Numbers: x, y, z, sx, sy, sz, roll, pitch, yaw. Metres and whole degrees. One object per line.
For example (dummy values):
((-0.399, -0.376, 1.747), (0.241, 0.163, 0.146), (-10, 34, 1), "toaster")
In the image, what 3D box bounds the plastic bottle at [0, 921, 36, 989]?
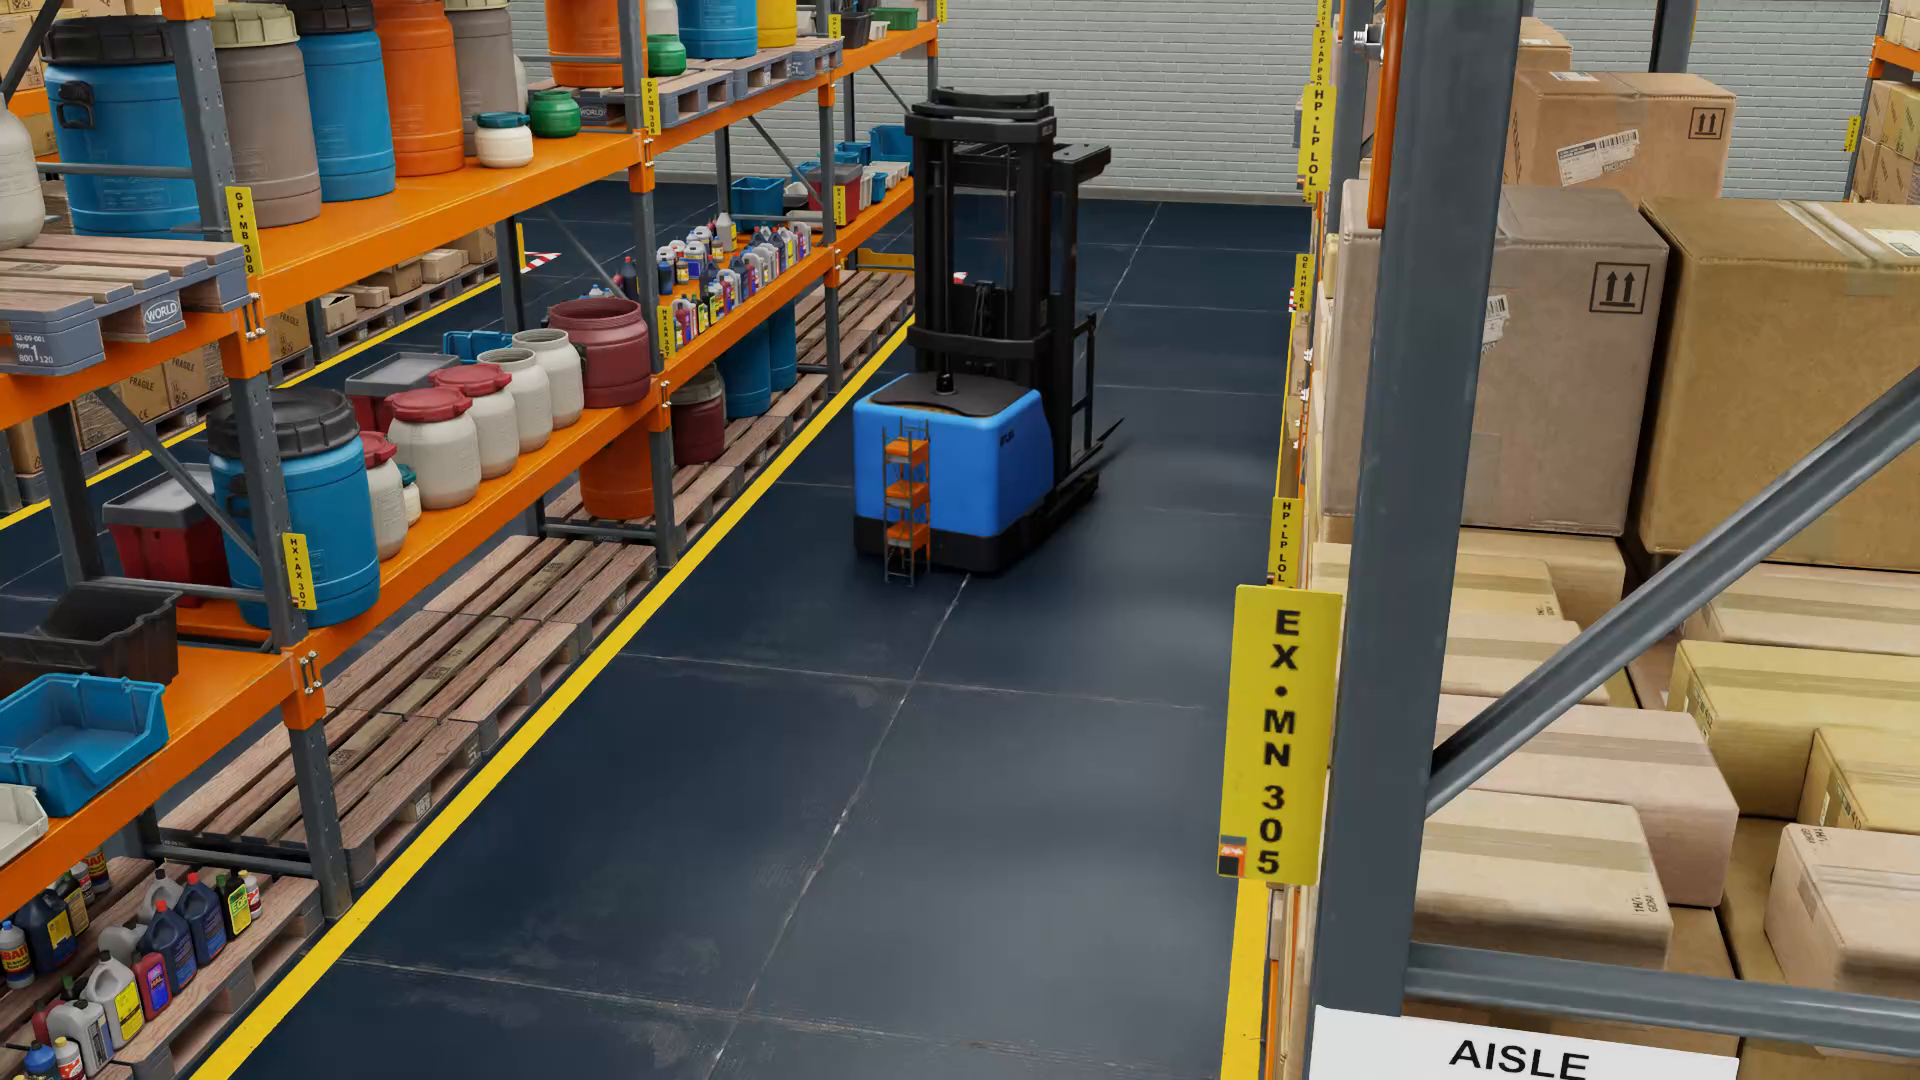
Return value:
((-3.661, 1.597, 6.437), (0.097, 0.271, 0.097), (0, 22, 0), "plastic bottle")

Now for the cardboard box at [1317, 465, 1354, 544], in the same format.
((0.877, -0.058, 3.133), (0.380, 0.149, 0.250), (3, 22, 8), "cardboard box")

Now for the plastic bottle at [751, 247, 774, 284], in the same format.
((-1.516, -2.123, 12.776), (0.152, 0.276, 0.135), (4, 22, 11), "plastic bottle")

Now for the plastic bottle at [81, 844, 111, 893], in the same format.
((-3.673, 1.354, 7.040), (0.097, 0.271, 0.097), (0, 22, 0), "plastic bottle")

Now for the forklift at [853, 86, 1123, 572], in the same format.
((0.364, -1.671, 11.578), (1.130, 2.935, 3.031), (10, 24, 23), "forklift")

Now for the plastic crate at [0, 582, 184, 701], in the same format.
((-3.410, 0.420, 6.379), (0.767, 0.338, 0.504), (4, 22, 11), "plastic crate")

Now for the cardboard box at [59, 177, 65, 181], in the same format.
((-6.695, -2.686, 13.311), (0.700, 0.500, 0.500), (-1, 22, -3), "cardboard box")

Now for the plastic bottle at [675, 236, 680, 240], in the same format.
((-2.220, -2.236, 13.046), (0.061, 0.283, 0.133), (4, 22, 11), "plastic bottle")

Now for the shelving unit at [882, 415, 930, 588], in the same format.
((-0.339, -0.241, 10.547), (0.215, 1.050, 0.252), (10, 24, 23), "shelving unit")

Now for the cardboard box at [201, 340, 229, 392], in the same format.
((-6.427, -1.574, 14.004), (0.500, 0.500, 0.500), (5, 22, 12), "cardboard box")

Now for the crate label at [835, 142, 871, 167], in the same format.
((-1.103, -4.064, 17.574), (0.416, 0.233, 0.303), (4, 22, 11), "crate label")

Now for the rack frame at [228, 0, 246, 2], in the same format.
((-6.395, -5.878, 13.904), (1.000, 3.000, 0.127), (4, 22, 11), "rack frame")

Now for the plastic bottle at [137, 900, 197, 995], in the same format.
((-3.068, 1.562, 6.418), (0.144, 0.351, 0.185), (3, 22, 8), "plastic bottle")

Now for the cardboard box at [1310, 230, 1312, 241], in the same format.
((3.148, -2.547, 13.999), (0.380, 0.149, 0.250), (4, 22, 10), "cardboard box")

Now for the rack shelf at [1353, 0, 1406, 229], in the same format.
((1.262, -1.129, 3.079), (1.077, 0.370, 4.000), (4, 22, 11), "rack shelf")

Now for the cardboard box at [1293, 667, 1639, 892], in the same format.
((0.802, 0.349, 2.656), (0.500, 0.250, 0.500), (5, 22, 11), "cardboard box")

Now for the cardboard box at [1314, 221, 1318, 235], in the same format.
((2.862, -2.052, 12.300), (0.500, 0.500, 0.500), (4, 22, 11), "cardboard box")

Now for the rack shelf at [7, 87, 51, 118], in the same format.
((-6.803, -3.422, 12.782), (1.077, 0.370, 4.000), (4, 22, 11), "rack shelf")

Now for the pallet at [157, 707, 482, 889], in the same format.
((-3.057, 1.213, 8.060), (1.003, 0.211, 1.213), (4, 22, 11), "pallet")

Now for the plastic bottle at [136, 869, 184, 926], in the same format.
((-3.170, 1.480, 6.619), (0.144, 0.351, 0.185), (4, 22, 11), "plastic bottle")

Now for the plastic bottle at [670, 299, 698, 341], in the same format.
((-1.864, -1.499, 11.226), (0.152, 0.276, 0.135), (4, 22, 11), "plastic bottle")

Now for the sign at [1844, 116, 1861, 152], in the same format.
((8.422, -3.830, 15.688), (0.100, 0.325, 0.005), (4, 22, 11), "sign")

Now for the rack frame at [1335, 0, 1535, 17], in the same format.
((2.486, -3.659, 8.393), (1.000, 3.000, 0.127), (4, 22, 11), "rack frame")

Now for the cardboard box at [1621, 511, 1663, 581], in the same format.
((1.435, -0.013, 3.023), (0.380, 0.149, 0.250), (3, 22, 8), "cardboard box")

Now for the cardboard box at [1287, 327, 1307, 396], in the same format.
((3.010, -0.986, 12.068), (1.225, 0.875, 0.875), (4, 22, 9), "cardboard box")

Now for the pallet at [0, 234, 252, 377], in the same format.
((-3.231, -0.823, 5.620), (1.213, 0.211, 1.003), (4, 22, 11), "pallet")

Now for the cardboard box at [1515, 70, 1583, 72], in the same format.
((2.054, -1.556, 6.487), (0.797, 0.503, 0.637), (5, 23, 13), "cardboard box")

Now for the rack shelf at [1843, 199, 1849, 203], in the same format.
((8.545, -2.322, 14.066), (1.077, 0.370, 4.000), (4, 22, 11), "rack shelf")

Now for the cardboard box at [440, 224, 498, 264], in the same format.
((-5.449, -3.385, 18.501), (0.500, 0.500, 0.500), (4, 22, 11), "cardboard box")

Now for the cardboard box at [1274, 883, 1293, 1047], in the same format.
((0.925, 0.816, 3.443), (0.500, 0.500, 0.500), (4, 22, 11), "cardboard box")

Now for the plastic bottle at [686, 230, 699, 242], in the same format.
((-2.139, -2.342, 13.327), (0.097, 0.271, 0.097), (0, 22, 0), "plastic bottle")

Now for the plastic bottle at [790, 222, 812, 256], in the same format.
((-1.311, -2.490, 13.687), (0.152, 0.276, 0.135), (4, 22, 11), "plastic bottle")

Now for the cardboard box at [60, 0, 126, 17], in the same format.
((-6.839, -4.108, 12.693), (0.600, 0.600, 0.600), (4, 22, 9), "cardboard box")

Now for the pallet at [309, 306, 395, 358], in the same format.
((-6.254, -2.053, 16.169), (1.003, 0.211, 1.213), (4, 22, 11), "pallet")

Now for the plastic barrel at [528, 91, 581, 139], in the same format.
((-2.363, -2.479, 9.686), (0.294, 0.245, 0.294), (0, 22, 0), "plastic barrel")

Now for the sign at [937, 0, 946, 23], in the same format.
((-0.189, -5.486, 17.085), (0.100, 0.325, 0.005), (4, 22, 11), "sign")

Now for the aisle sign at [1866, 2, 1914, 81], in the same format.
((8.674, -4.642, 15.385), (0.394, 0.787, 0.004), (4, 22, 11), "aisle sign")

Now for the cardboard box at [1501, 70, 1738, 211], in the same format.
((1.827, -1.037, 4.696), (0.500, 0.500, 0.500), (4, 22, 9), "cardboard box")

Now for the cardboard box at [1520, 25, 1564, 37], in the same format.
((2.539, -2.164, 7.893), (0.500, 0.500, 0.500), (4, 22, 11), "cardboard box")

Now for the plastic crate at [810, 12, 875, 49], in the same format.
((-1.025, -4.481, 14.623), (0.497, 0.269, 0.590), (4, 22, 11), "plastic crate")

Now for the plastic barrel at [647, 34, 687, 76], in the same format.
((-1.922, -3.138, 10.760), (0.294, 0.245, 0.294), (0, 22, 0), "plastic barrel")

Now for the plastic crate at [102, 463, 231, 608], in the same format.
((-3.380, -0.021, 7.304), (0.402, 0.464, 0.583), (4, 22, 11), "plastic crate")

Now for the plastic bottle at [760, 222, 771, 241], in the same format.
((-1.555, -2.343, 13.223), (0.144, 0.351, 0.185), (4, 22, 11), "plastic bottle")

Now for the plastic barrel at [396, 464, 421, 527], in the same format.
((-2.759, -0.199, 8.017), (0.301, 0.262, 0.301), (0, 22, 0), "plastic barrel")

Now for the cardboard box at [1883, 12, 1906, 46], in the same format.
((8.611, -4.564, 14.856), (0.500, 0.250, 0.500), (5, 23, 13), "cardboard box")

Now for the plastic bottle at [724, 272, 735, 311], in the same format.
((-1.672, -1.790, 11.956), (0.097, 0.271, 0.097), (0, 22, 0), "plastic bottle")

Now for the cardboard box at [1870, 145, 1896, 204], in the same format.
((8.507, -3.230, 14.827), (0.500, 0.500, 0.500), (5, 22, 11), "cardboard box")

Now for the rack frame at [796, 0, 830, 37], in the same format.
((-1.547, -5.499, 12.963), (1.000, 3.000, 0.127), (4, 22, 11), "rack frame")

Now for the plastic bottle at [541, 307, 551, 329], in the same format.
((-2.698, -1.380, 10.921), (0.061, 0.283, 0.133), (4, 22, 11), "plastic bottle")

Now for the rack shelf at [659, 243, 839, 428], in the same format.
((-1.955, -1.651, 12.402), (1.077, 0.370, 4.000), (4, 22, 11), "rack shelf")

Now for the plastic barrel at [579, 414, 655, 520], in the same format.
((-2.280, -0.622, 11.225), (0.600, 0.830, 0.708), (4, 22, 11), "plastic barrel")
